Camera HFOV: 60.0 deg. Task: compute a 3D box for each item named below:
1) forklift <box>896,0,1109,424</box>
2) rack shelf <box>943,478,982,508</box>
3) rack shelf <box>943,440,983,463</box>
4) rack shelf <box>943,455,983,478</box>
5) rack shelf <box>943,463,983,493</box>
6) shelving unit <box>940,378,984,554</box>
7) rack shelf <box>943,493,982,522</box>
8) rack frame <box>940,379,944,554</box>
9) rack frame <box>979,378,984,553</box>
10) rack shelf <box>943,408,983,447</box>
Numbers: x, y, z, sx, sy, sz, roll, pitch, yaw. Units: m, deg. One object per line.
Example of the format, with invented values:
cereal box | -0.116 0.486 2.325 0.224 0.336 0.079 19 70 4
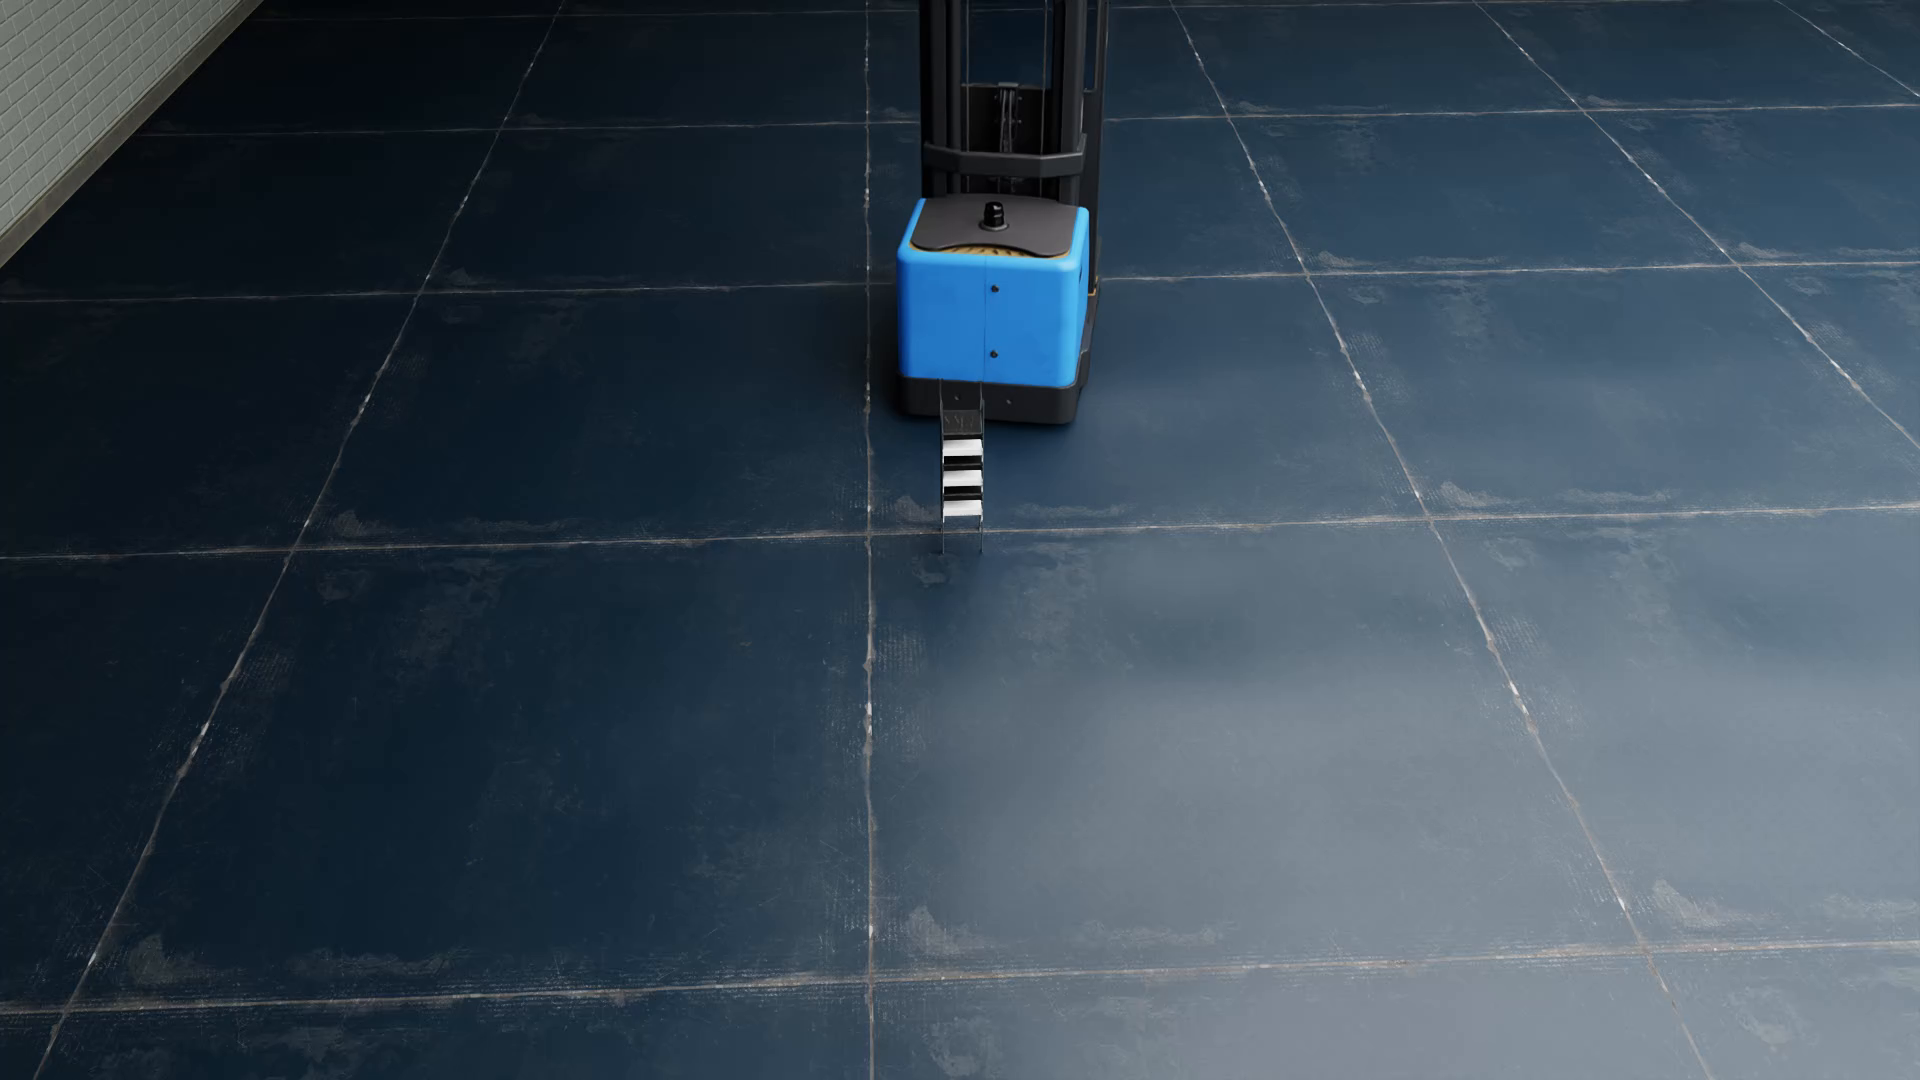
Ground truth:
forklift | 0.342 -2.699 10.074 1.130 2.935 3.031 4 35 6
rack shelf | 0.008 -0.269 8.564 0.200 0.077 0.258 -2 35 -2
rack shelf | 0.008 -0.491 8.411 0.200 0.077 0.258 -2 35 -2
rack shelf | 0.008 -0.417 8.462 0.200 0.077 0.258 -2 35 -2
rack shelf | 0.008 -0.343 8.513 0.200 0.077 0.258 -2 35 -2
shelving unit | 0.008 -0.370 8.494 0.210 0.900 0.258 -2 35 -2
rack shelf | 0.008 -0.195 8.616 0.200 0.077 0.258 -2 35 -2
rack frame | -0.093 -0.368 8.490 0.006 0.900 0.240 -2 35 -2
rack frame | 0.110 -0.373 8.498 0.006 0.900 0.240 -2 35 -2
rack shelf | 0.008 -0.565 8.360 0.200 0.077 0.258 -2 35 -2
